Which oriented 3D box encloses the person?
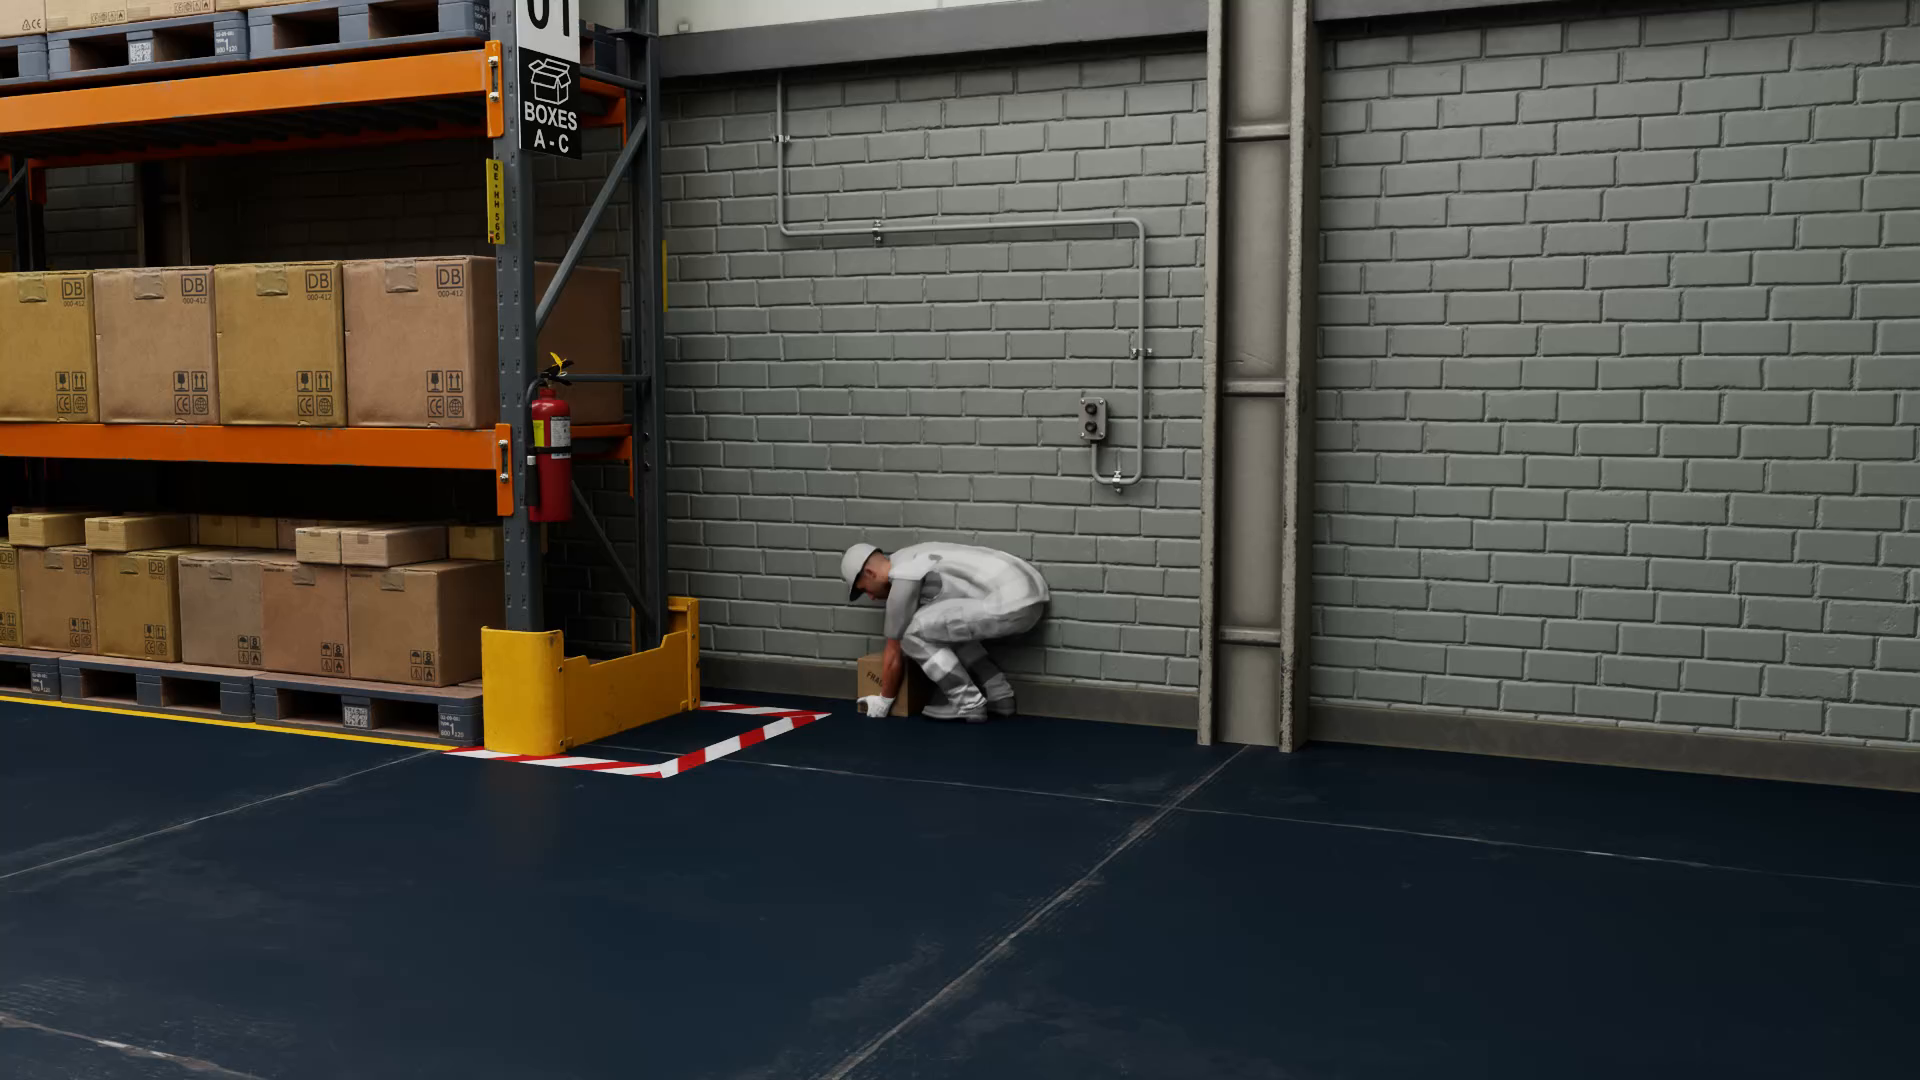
[{"bbox_3d":[-0.081,0.414,7.458,0.956,0.805,0.529,2,6,23],"label":"person"}]
